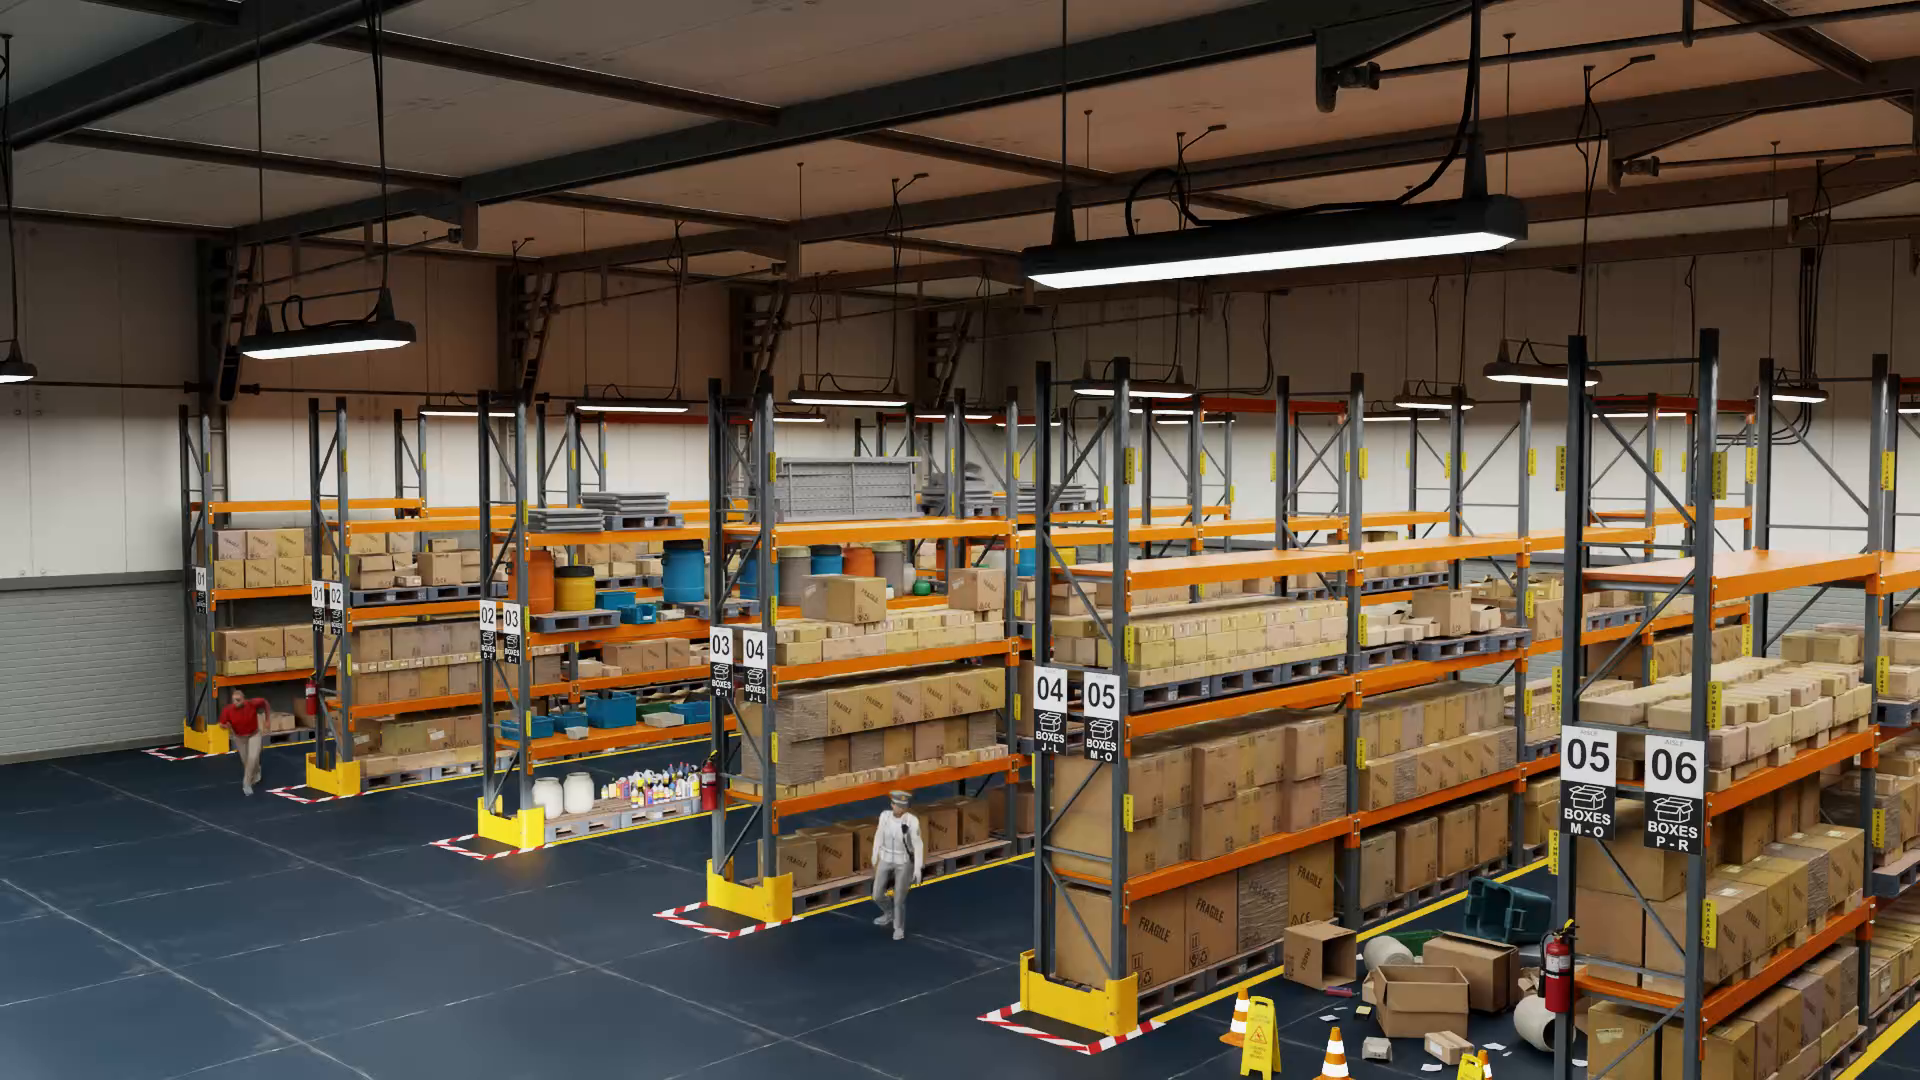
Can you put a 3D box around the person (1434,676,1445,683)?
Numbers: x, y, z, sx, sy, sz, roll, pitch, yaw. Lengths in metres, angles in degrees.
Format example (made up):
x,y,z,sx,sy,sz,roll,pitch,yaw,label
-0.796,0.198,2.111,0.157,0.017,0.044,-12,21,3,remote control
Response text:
x,y,z,sx,sy,sz,roll,pitch,yaw,label
7.873,2.958,27.019,0.729,1.530,0.526,-2,3,-30,person

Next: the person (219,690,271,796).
x,y,z,sx,sy,sz,roll,pitch,yaw,label
-10.919,3.054,25.434,0.675,1.607,1.125,-1,3,-11,person

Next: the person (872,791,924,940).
x,y,z,sx,sy,sz,roll,pitch,yaw,label
-0.670,3.428,17.637,0.633,1.620,0.584,1,3,14,person
